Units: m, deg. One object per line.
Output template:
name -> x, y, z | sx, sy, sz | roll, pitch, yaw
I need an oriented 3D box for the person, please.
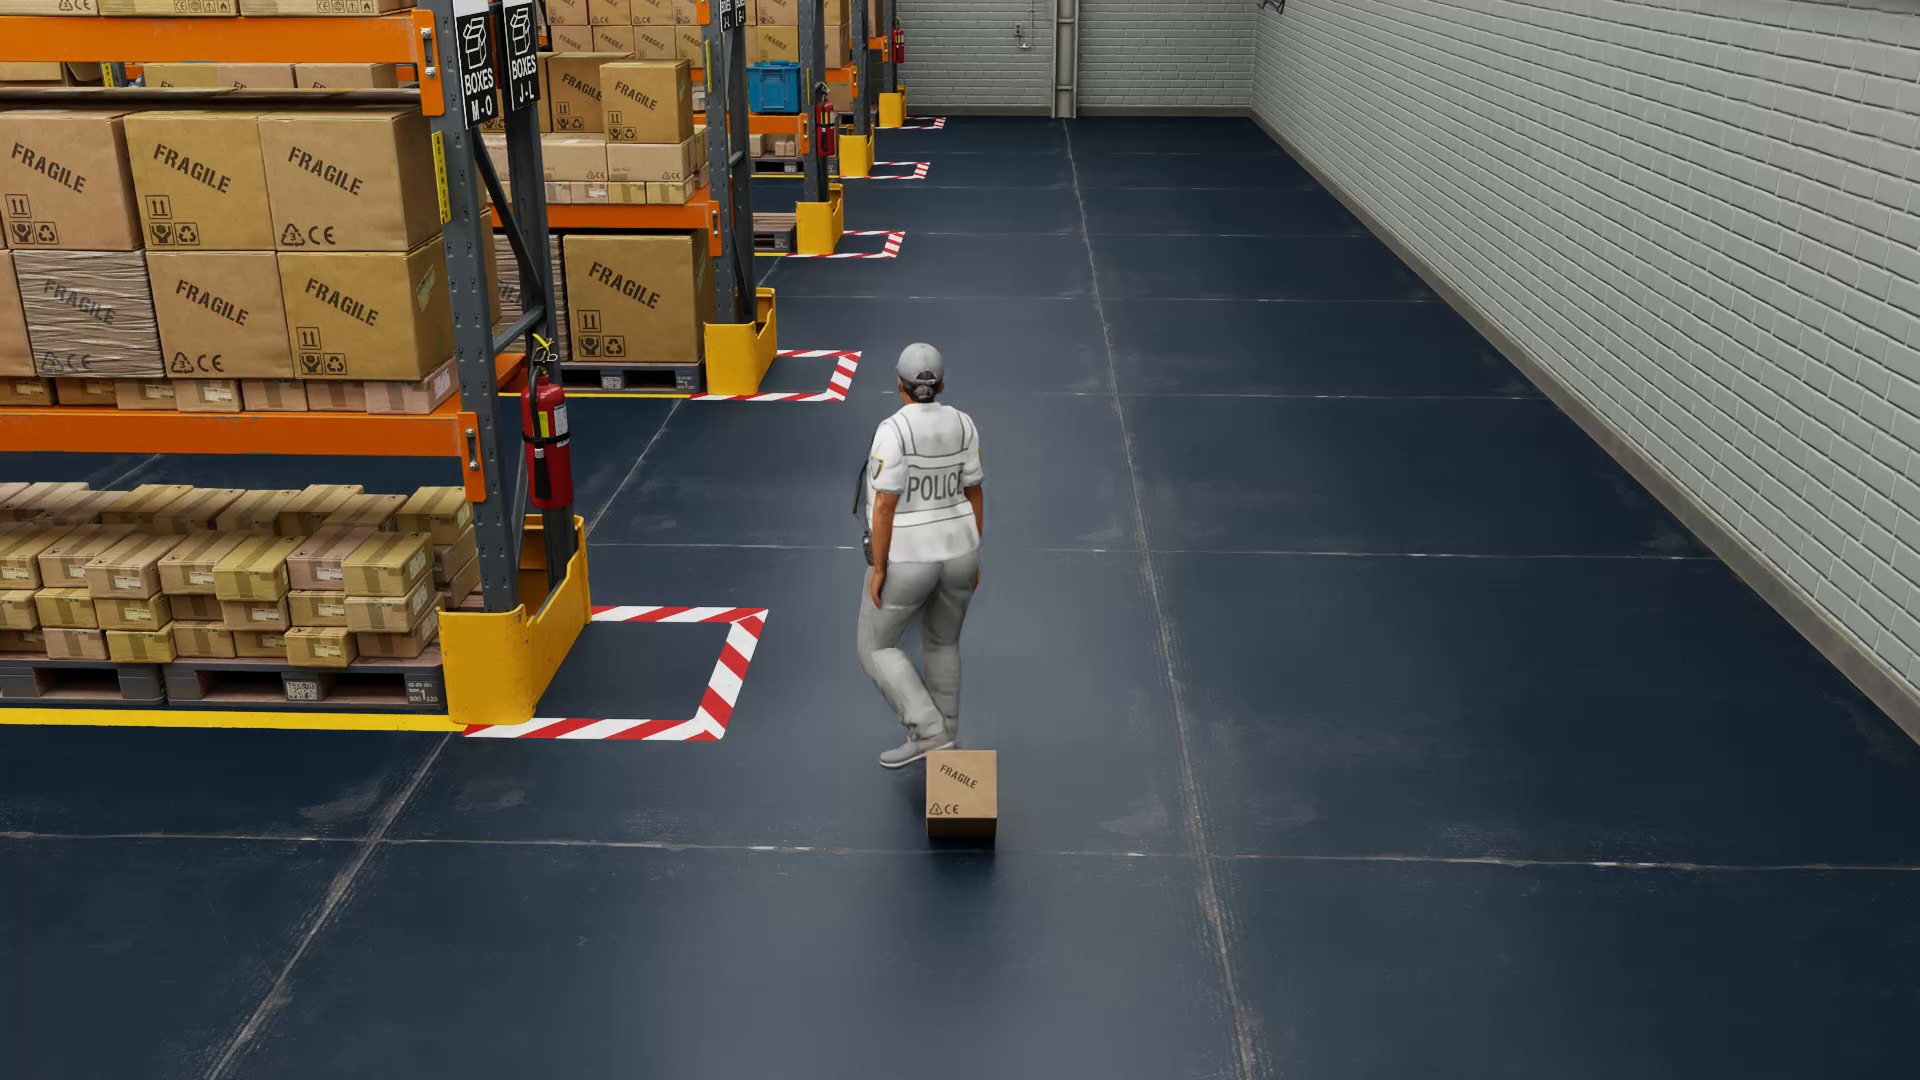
person -> -0.134, 0.096, 6.327 | 0.557, 1.657, 0.580 | -14, 25, -32
